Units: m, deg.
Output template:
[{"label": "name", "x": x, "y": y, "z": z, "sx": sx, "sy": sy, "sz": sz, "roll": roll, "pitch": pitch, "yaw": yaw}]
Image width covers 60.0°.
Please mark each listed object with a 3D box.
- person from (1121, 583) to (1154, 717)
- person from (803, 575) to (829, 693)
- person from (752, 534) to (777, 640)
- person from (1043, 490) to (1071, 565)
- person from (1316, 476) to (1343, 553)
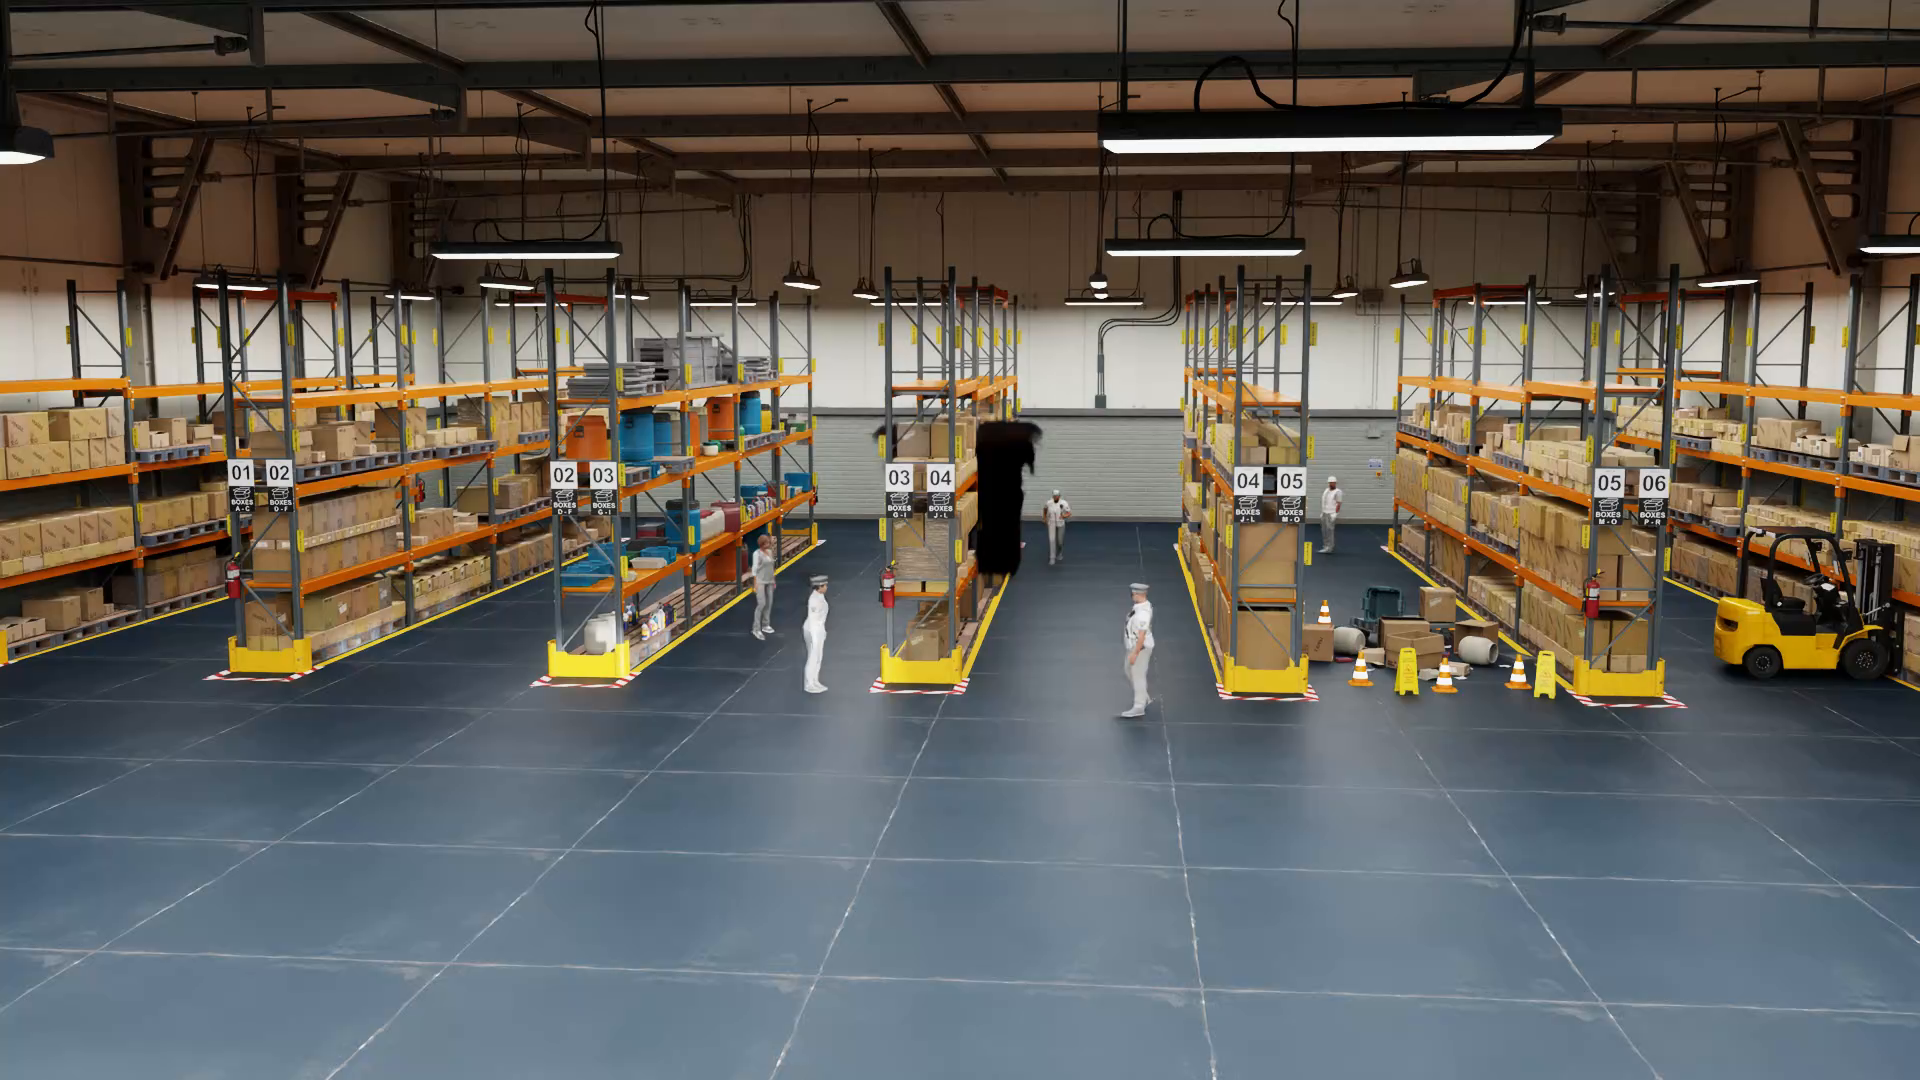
[{"label": "person", "x": 2.343, "y": 1.462, "z": 22.166, "sx": 0.450, "sy": 1.790, "sz": 0.666, "roll": -1, "pitch": 7, "yaw": -5}, {"label": "person", "x": -2.036, "y": 1.328, "z": 23.571, "sx": 0.384, "sy": 1.673, "sz": 0.516, "roll": 1, "pitch": 7, "yaw": 7}, {"label": "person", "x": -3.138, "y": 0.731, "z": 26.561, "sx": 0.319, "sy": 1.650, "sz": 0.482, "roll": 4, "pitch": 8, "yaw": 32}, {"label": "person", "x": 2.150, "y": -0.313, "z": 36.868, "sx": 0.629, "sy": 1.618, "sz": 1.028, "roll": 1, "pitch": 7, "yaw": 6}, {"label": "person", "x": 8.615, "y": -0.579, "z": 38.744, "sx": 0.502, "sy": 1.819, "sz": 0.608, "roll": -1, "pitch": 7, "yaw": -12}]
